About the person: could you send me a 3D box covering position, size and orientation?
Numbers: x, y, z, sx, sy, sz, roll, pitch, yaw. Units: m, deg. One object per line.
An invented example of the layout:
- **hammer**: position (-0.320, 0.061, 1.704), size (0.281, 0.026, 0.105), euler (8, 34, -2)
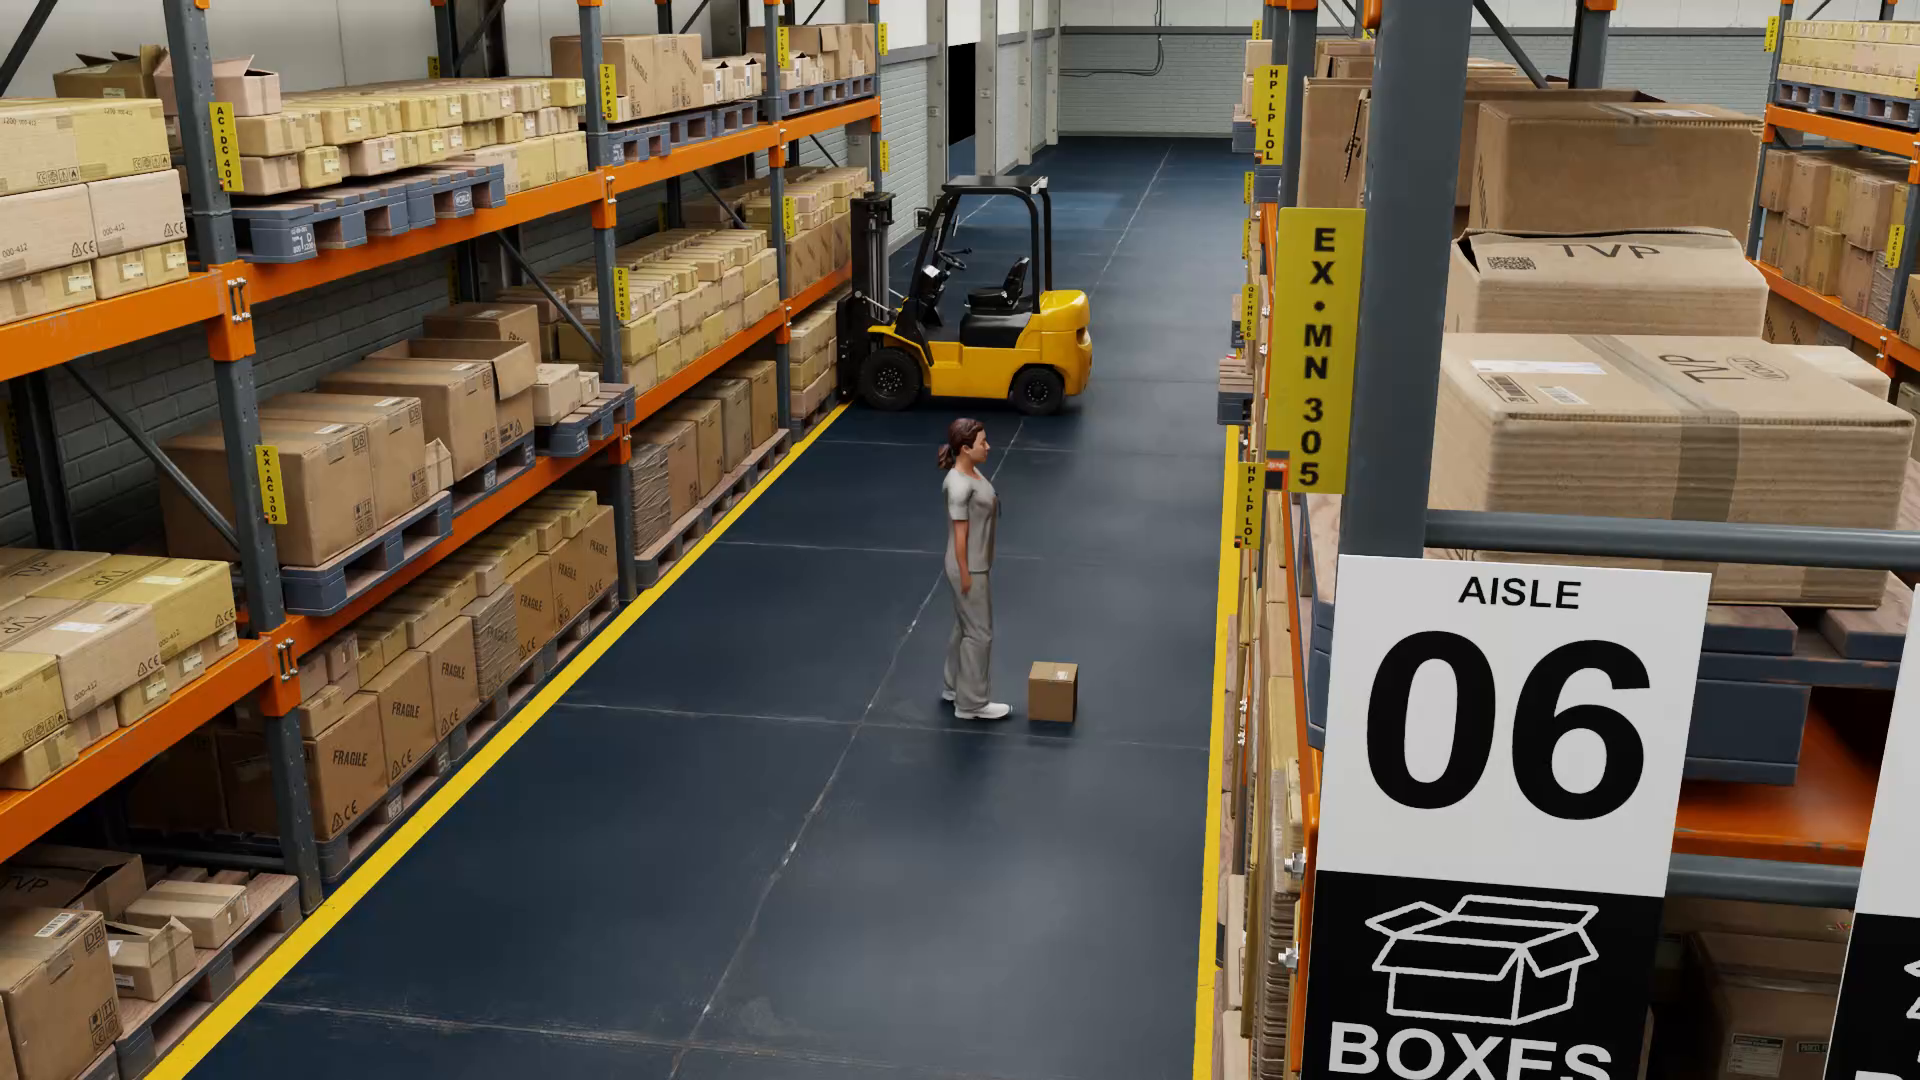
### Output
- **person**: position (0.081, 0.154, 9.104), size (0.432, 1.676, 0.436), euler (3, 18, 9)
